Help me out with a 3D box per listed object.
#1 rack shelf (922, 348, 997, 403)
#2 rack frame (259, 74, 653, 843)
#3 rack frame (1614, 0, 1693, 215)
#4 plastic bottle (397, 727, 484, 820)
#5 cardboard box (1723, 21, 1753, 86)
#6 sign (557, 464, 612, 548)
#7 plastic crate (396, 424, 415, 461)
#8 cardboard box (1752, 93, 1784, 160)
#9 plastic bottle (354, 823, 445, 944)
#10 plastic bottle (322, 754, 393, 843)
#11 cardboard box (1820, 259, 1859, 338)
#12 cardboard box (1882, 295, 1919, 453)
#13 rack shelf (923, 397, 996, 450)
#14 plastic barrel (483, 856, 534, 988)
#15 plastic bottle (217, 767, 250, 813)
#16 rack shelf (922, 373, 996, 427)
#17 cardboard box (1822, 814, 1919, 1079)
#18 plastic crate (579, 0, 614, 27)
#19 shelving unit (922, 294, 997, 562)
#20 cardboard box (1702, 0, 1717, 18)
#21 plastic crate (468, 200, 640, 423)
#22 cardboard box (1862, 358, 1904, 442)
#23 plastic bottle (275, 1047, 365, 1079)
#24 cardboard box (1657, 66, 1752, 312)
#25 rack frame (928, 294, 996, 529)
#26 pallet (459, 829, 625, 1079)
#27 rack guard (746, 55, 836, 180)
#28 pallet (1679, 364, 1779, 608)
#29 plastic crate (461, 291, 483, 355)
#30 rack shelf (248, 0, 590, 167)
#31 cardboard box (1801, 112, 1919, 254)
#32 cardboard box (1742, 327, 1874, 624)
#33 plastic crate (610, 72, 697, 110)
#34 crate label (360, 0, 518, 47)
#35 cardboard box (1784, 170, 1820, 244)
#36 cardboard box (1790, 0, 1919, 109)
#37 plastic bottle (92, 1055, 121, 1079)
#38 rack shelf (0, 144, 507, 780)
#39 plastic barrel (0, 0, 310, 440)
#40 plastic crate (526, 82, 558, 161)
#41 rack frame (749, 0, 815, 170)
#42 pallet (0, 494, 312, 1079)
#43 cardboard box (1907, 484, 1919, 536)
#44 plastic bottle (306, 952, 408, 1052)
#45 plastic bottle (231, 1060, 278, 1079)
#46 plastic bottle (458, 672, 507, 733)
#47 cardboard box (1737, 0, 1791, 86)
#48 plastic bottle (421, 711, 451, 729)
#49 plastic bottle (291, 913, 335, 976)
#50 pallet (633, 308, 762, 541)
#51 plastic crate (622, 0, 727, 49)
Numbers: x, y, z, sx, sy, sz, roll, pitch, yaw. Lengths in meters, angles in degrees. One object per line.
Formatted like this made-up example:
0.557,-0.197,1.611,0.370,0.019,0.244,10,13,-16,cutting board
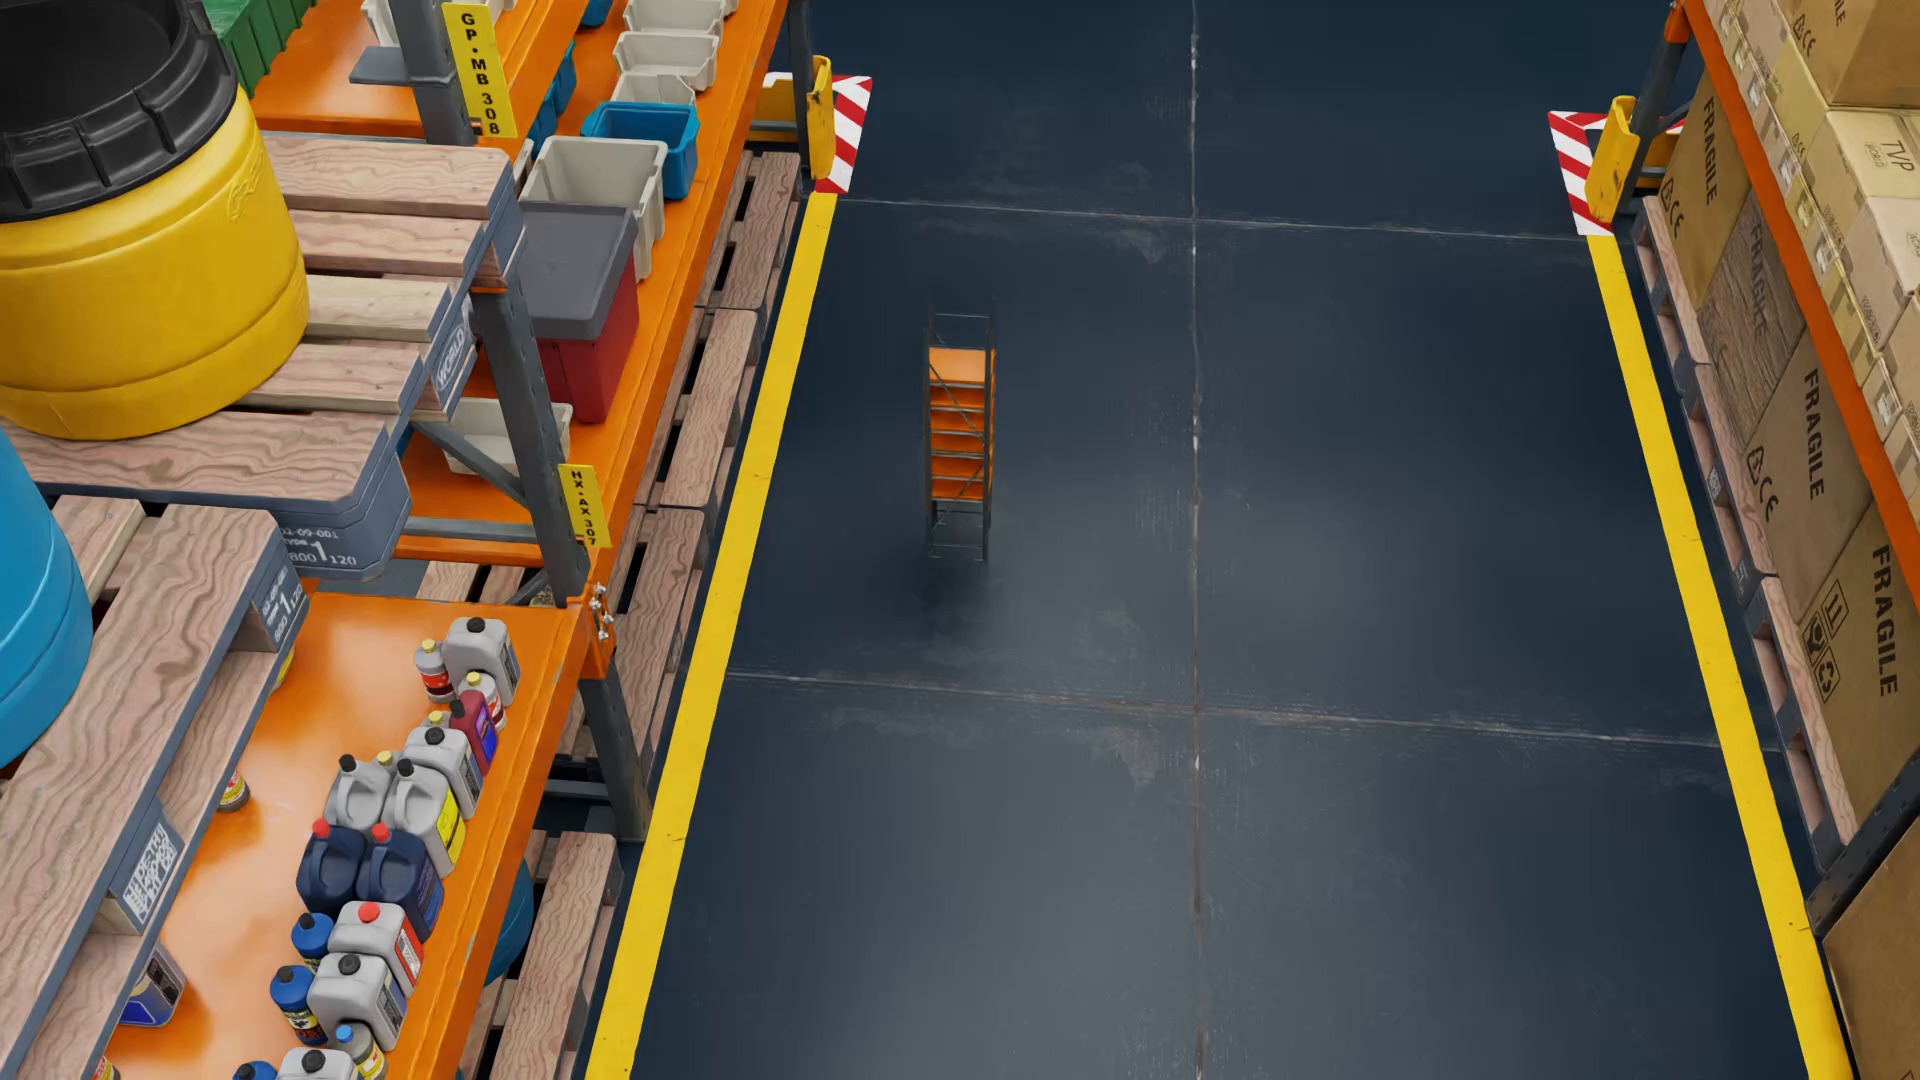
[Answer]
-0.001,-0.607,6.065,0.258,0.103,0.180,4,48,4,rack shelf
-1.587,-0.037,4.751,1.000,3.000,0.127,4,48,4,rack frame
3.710,-2.643,7.135,1.000,3.000,0.127,4,48,4,rack frame
-1.334,0.585,4.266,0.152,0.276,0.135,4,48,4,plastic bottle
3.304,-1.943,6.664,0.380,0.149,0.250,3,48,3,cardboard box
-1.039,-0.092,4.614,0.100,0.325,0.005,4,48,4,sign
-1.884,-0.418,5.069,0.392,0.384,0.575,4,48,4,plastic crate
3.257,-1.564,6.318,0.380,0.149,0.250,3,48,3,cardboard box
-1.362,0.813,4.007,0.144,0.351,0.185,4,48,4,plastic bottle
-1.488,0.668,4.140,0.144,0.351,0.185,4,48,4,plastic bottle
3.164,-0.809,5.628,0.380,0.149,0.250,3,48,3,cardboard box
3.169,-0.476,5.053,0.500,0.250,0.500,5,48,5,cardboard box
-0.001,-0.445,6.242,0.258,0.103,0.180,4,48,4,rack shelf
-1.653,0.928,5.006,0.600,0.901,0.708,4,48,4,plastic barrel
-1.916,0.608,4.295,0.097,0.201,0.097,0,48,0,plastic bottle
-0.001,-0.526,6.153,0.258,0.103,0.180,4,48,4,rack shelf
3.307,1.343,4.644,1.225,0.875,0.875,4,48,4,cardboard box
-1.633,-2.297,6.891,0.416,0.233,0.300,4,48,4,plastic crate
-0.001,-0.394,6.298,0.258,1.200,0.189,4,48,4,shelving unit
3.349,-2.320,7.009,0.380,0.149,0.250,4,48,4,cardboard box
-1.256,-0.718,5.290,0.402,0.464,0.583,4,48,4,plastic crate
3.117,-0.432,5.282,0.380,0.149,0.250,5,48,4,cardboard box
-1.414,1.225,3.681,0.152,0.276,0.135,4,48,4,plastic bottle
3.731,-1.592,7.329,0.875,0.875,0.875,4,48,4,cardboard box
0.007,-0.462,6.359,0.240,1.200,0.006,4,48,4,rack frame
-1.699,1.468,5.264,1.003,0.211,1.213,4,48,4,pallet
-1.233,-2.151,8.379,1.175,0.500,0.348,4,48,4,rack guard
3.601,-0.215,6.804,1.003,0.211,1.213,4,48,4,pallet
-1.752,-0.805,5.599,0.437,0.125,0.590,4,48,4,plastic crate
-1.405,-2.276,5.254,1.077,0.370,4.000,4,48,4,rack shelf
3.265,-1.223,5.736,0.500,0.250,0.500,3,48,3,cardboard box
3.567,-0.269,6.119,0.875,0.875,0.875,4,48,4,cardboard box
-1.167,-1.659,6.373,0.298,0.136,0.250,4,48,4,plastic crate
-1.255,-1.300,4.052,0.293,0.136,0.466,4,48,4,crate label
3.210,-1.189,5.975,0.380,0.149,0.250,3,48,3,cardboard box
3.311,-1.863,5.813,0.500,0.500,0.500,3,48,2,cardboard box
-1.988,1.190,3.763,0.097,0.201,0.097,0,48,0,plastic bottle
-1.769,0.663,2.565,1.077,0.370,4.000,4,48,4,rack shelf
-1.468,-0.570,2.794,0.600,0.588,0.600,0,48,0,plastic barrel
-1.720,-1.593,6.247,0.416,0.233,0.300,4,48,4,plastic crate
-1.222,-2.976,7.439,1.000,3.000,0.127,4,48,4,rack frame
-1.661,0.431,2.418,1.003,0.211,1.213,4,48,4,pallet
3.070,-0.055,4.937,0.380,0.149,0.250,5,48,4,cardboard box
-1.392,1.054,3.837,0.152,0.276,0.135,4,48,4,plastic bottle
-1.539,1.232,3.678,0.097,0.271,0.097,0,48,0,plastic bottle
-1.284,0.429,4.460,0.097,0.201,0.097,0,48,0,plastic bottle
3.357,-1.976,6.424,0.500,0.250,0.500,3,48,3,cardboard box
-1.357,0.523,4.374,0.097,0.201,0.097,0,48,0,plastic bottle
-1.506,0.962,3.924,0.097,0.271,0.097,0,48,0,plastic bottle
-1.450,-0.538,7.099,1.003,0.211,1.213,4,48,4,pallet
-1.157,-2.084,6.761,0.396,0.136,0.243,4,48,4,plastic crate
